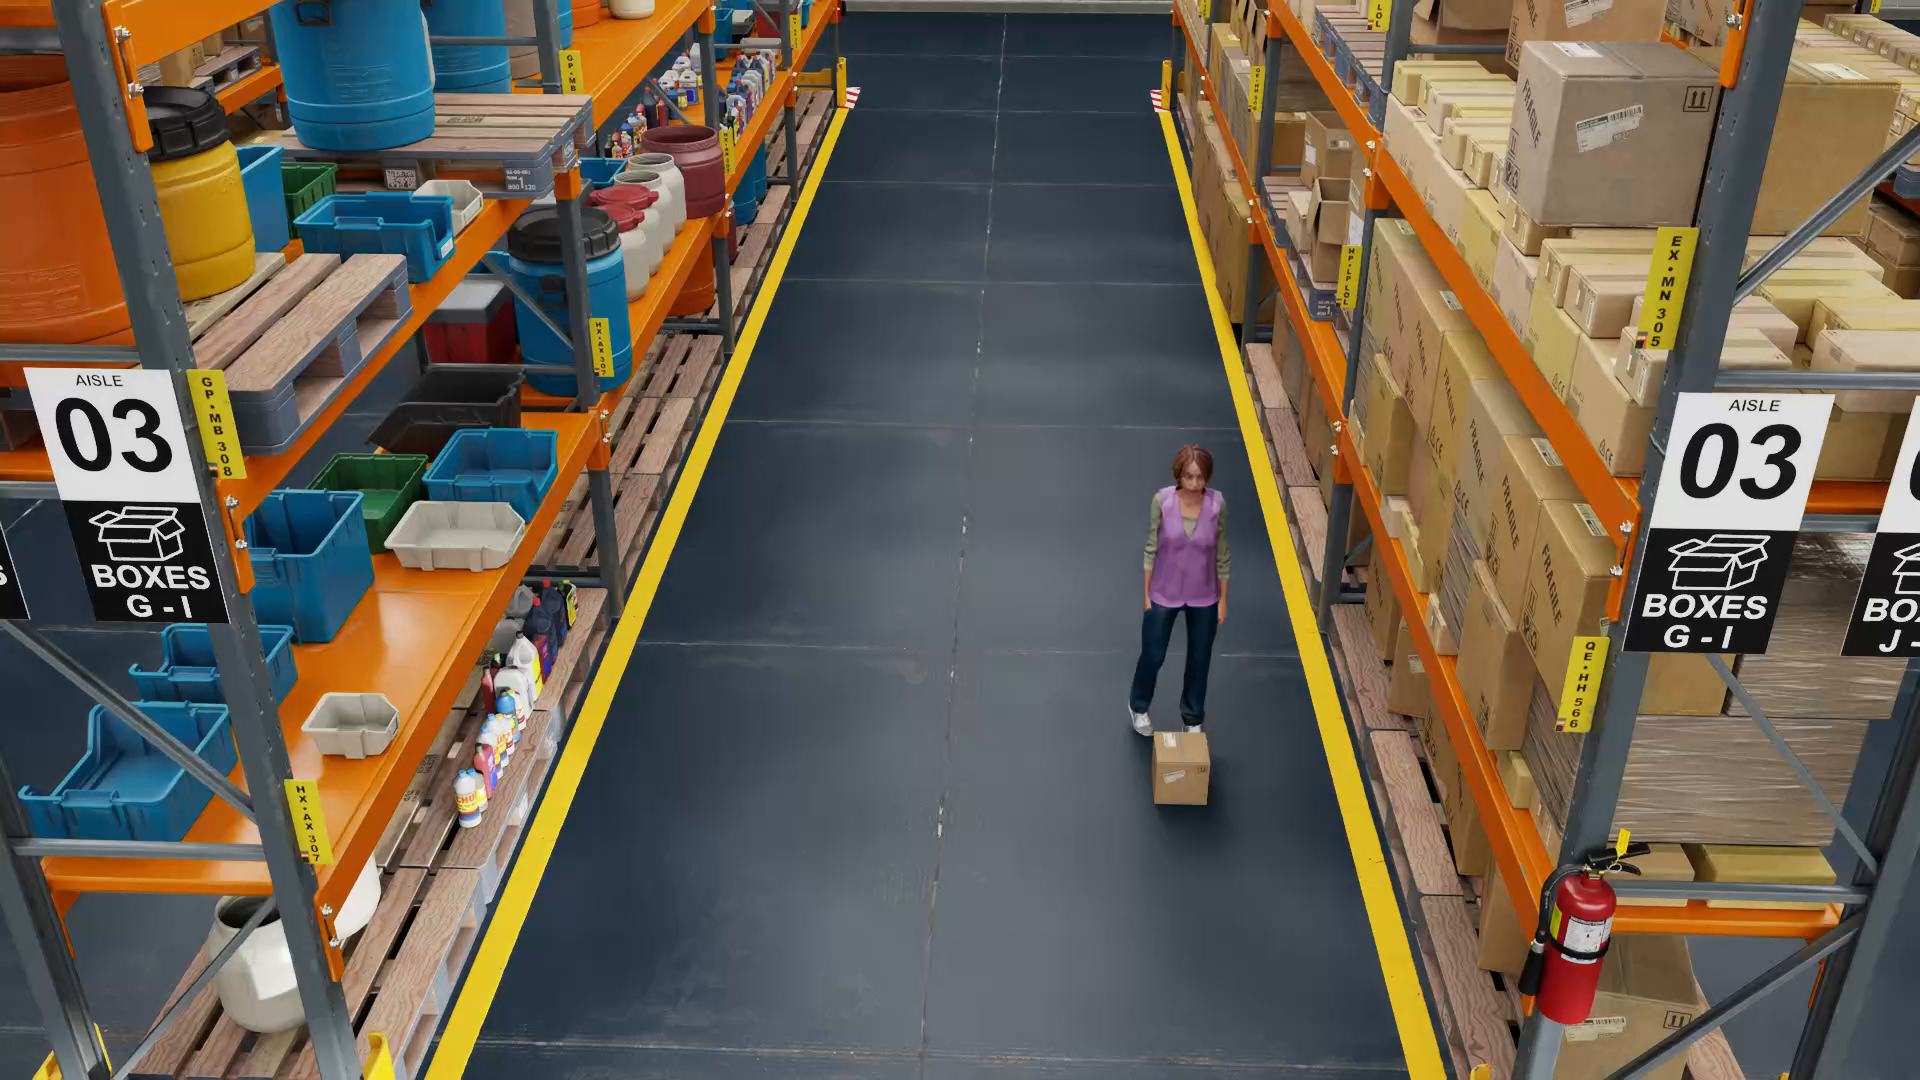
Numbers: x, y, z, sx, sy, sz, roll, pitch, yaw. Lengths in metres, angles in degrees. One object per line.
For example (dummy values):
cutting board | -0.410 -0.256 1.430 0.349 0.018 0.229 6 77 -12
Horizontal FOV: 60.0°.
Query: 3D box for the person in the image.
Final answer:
person | 1.094 0.307 8.114 0.424 1.647 0.373 1 28 3
